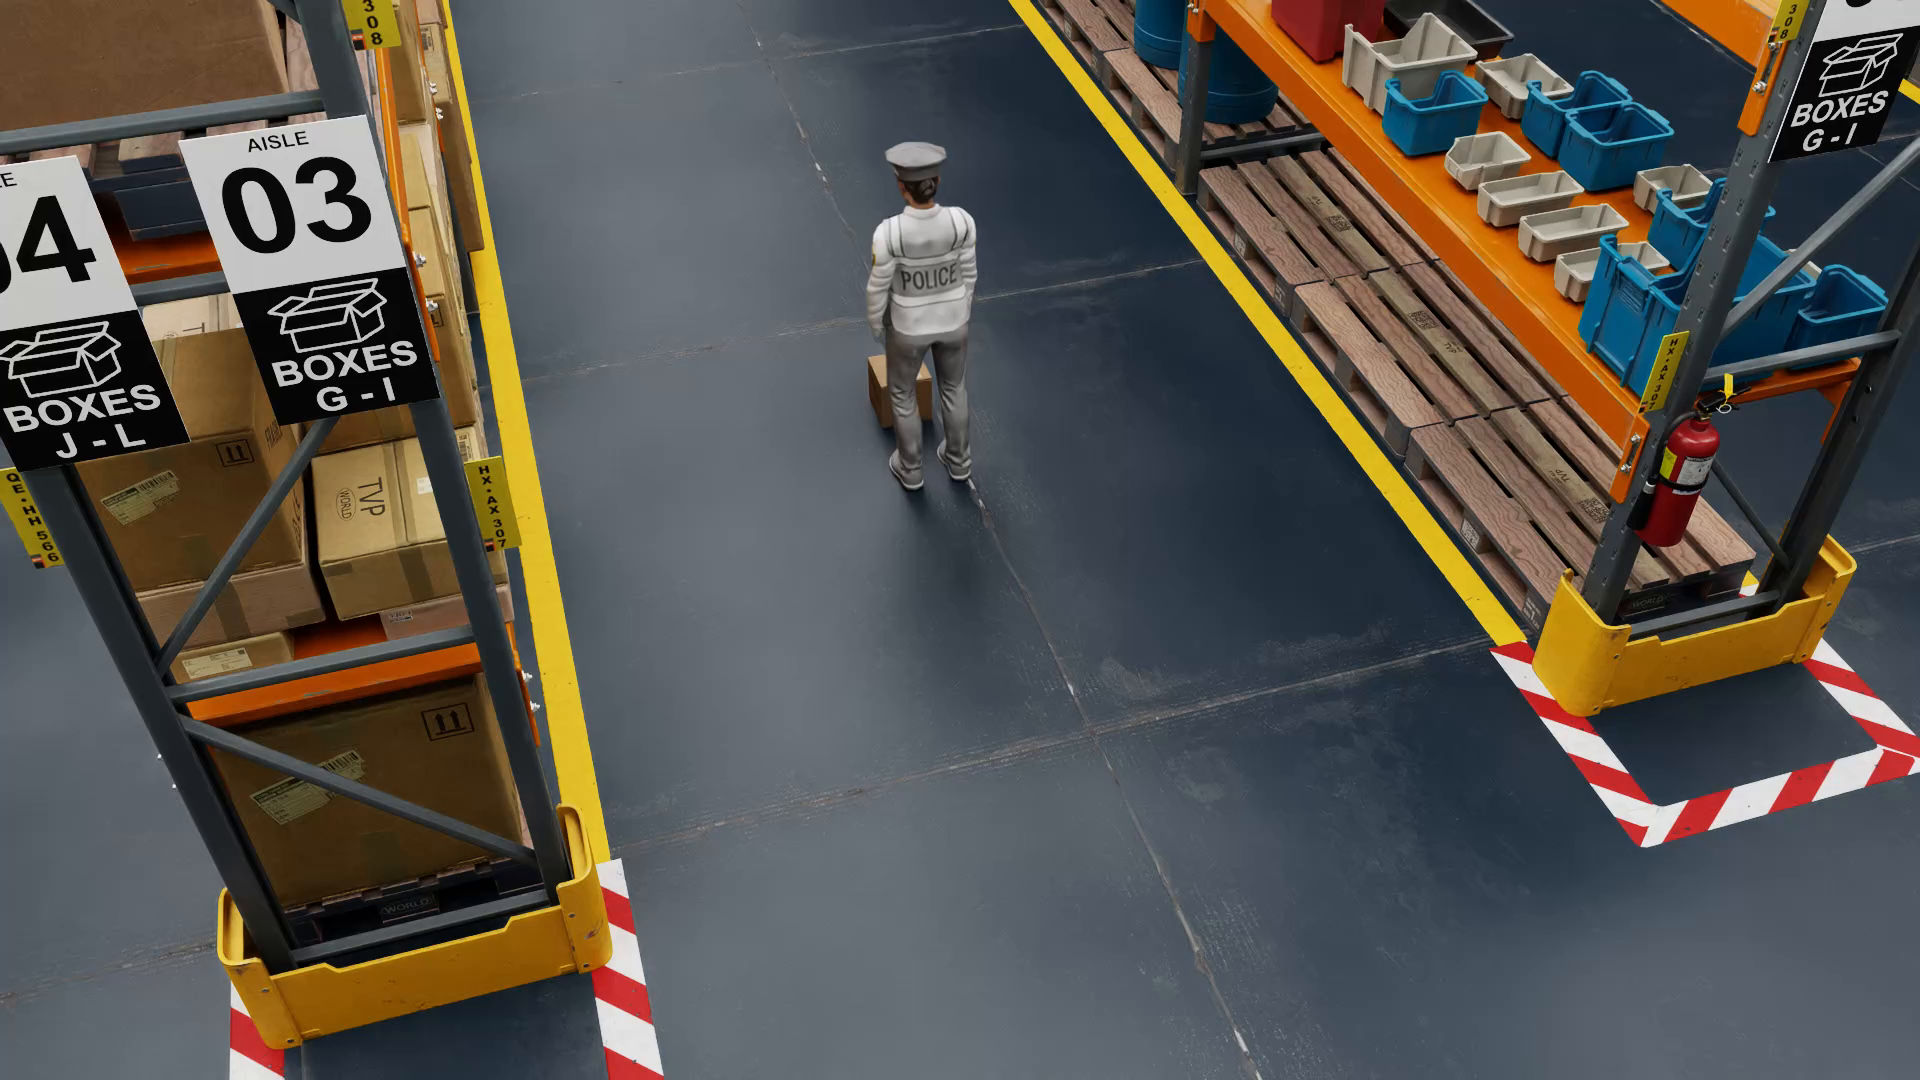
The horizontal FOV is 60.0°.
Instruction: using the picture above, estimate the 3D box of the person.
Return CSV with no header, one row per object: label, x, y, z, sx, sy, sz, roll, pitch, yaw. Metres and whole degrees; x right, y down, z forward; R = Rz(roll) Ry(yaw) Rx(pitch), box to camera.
person,-0.165,-0.930,7.186,0.476,1.659,0.338,-11,44,-12
